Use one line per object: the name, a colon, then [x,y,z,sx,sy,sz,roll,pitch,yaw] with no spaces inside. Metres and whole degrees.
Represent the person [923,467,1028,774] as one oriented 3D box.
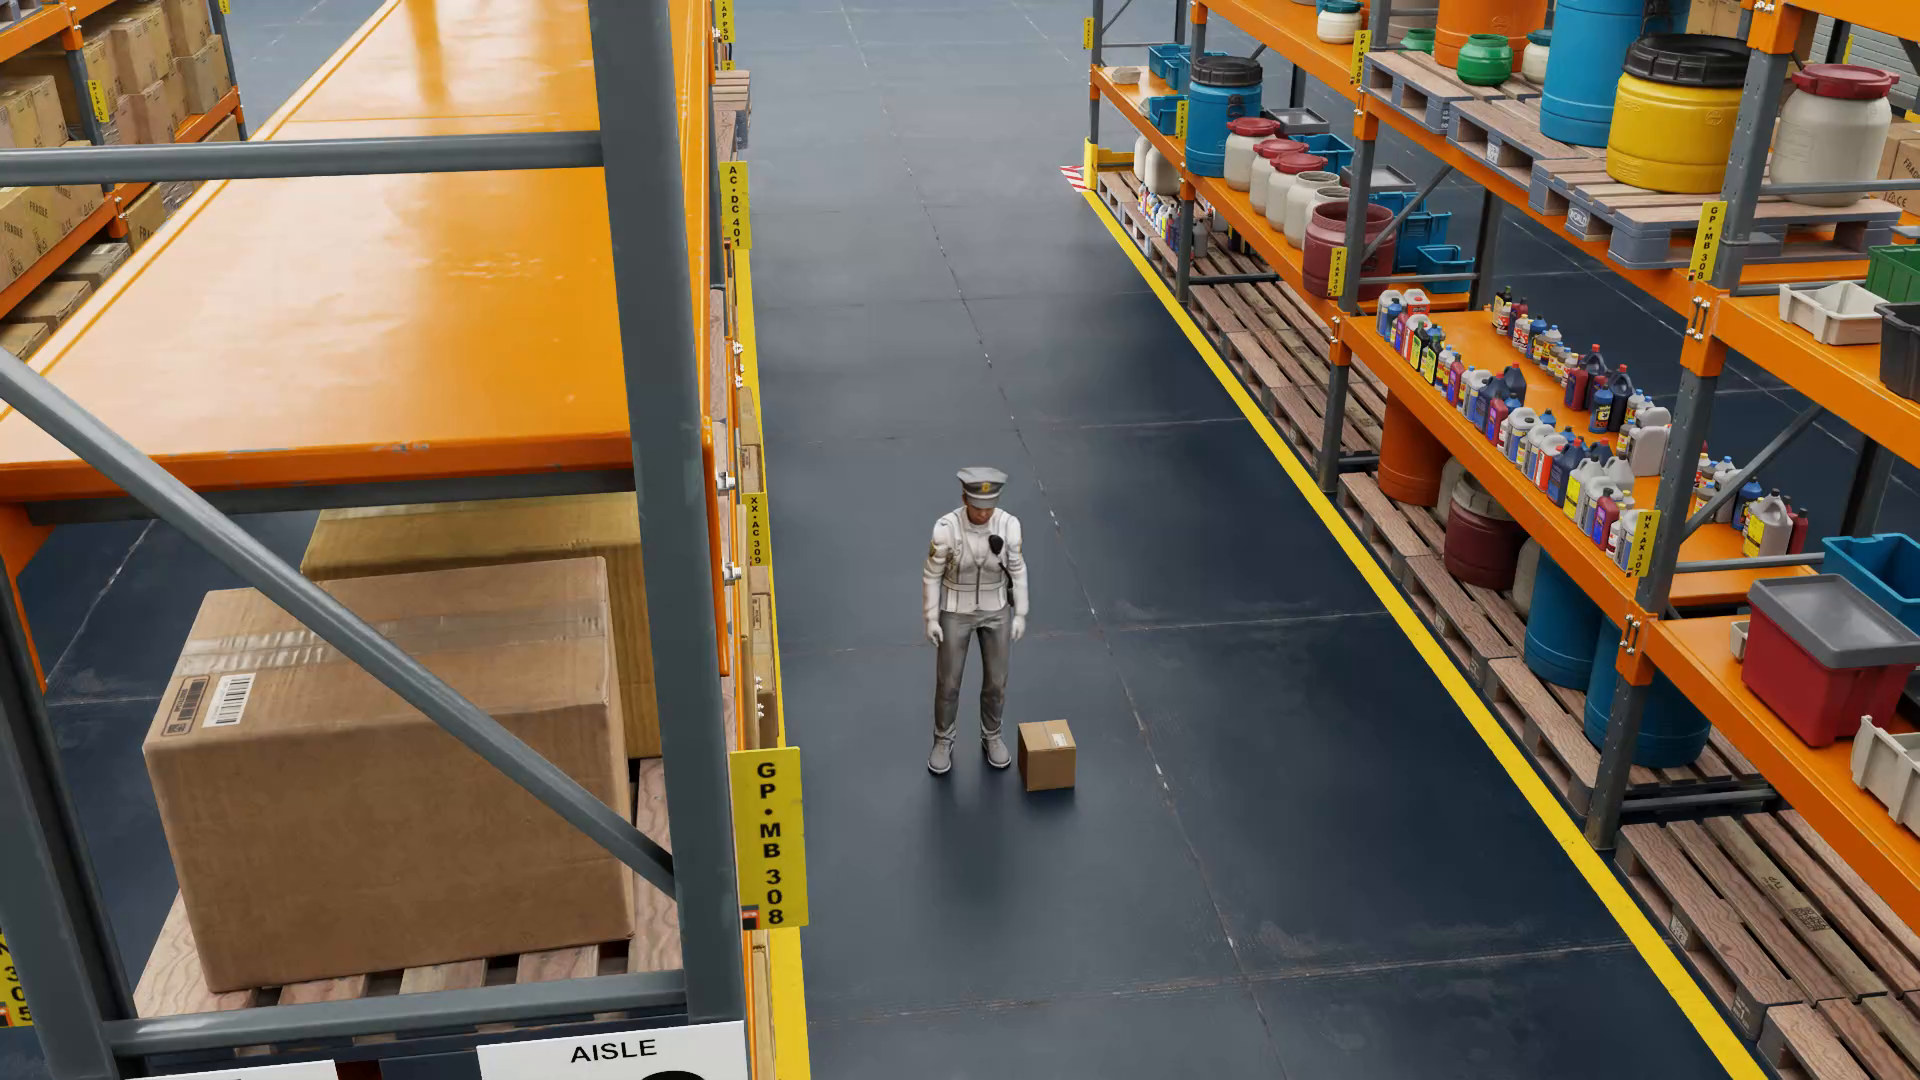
person: [0.079,0.385,8.339,0.529,1.664,0.374,-3,27,-6]
